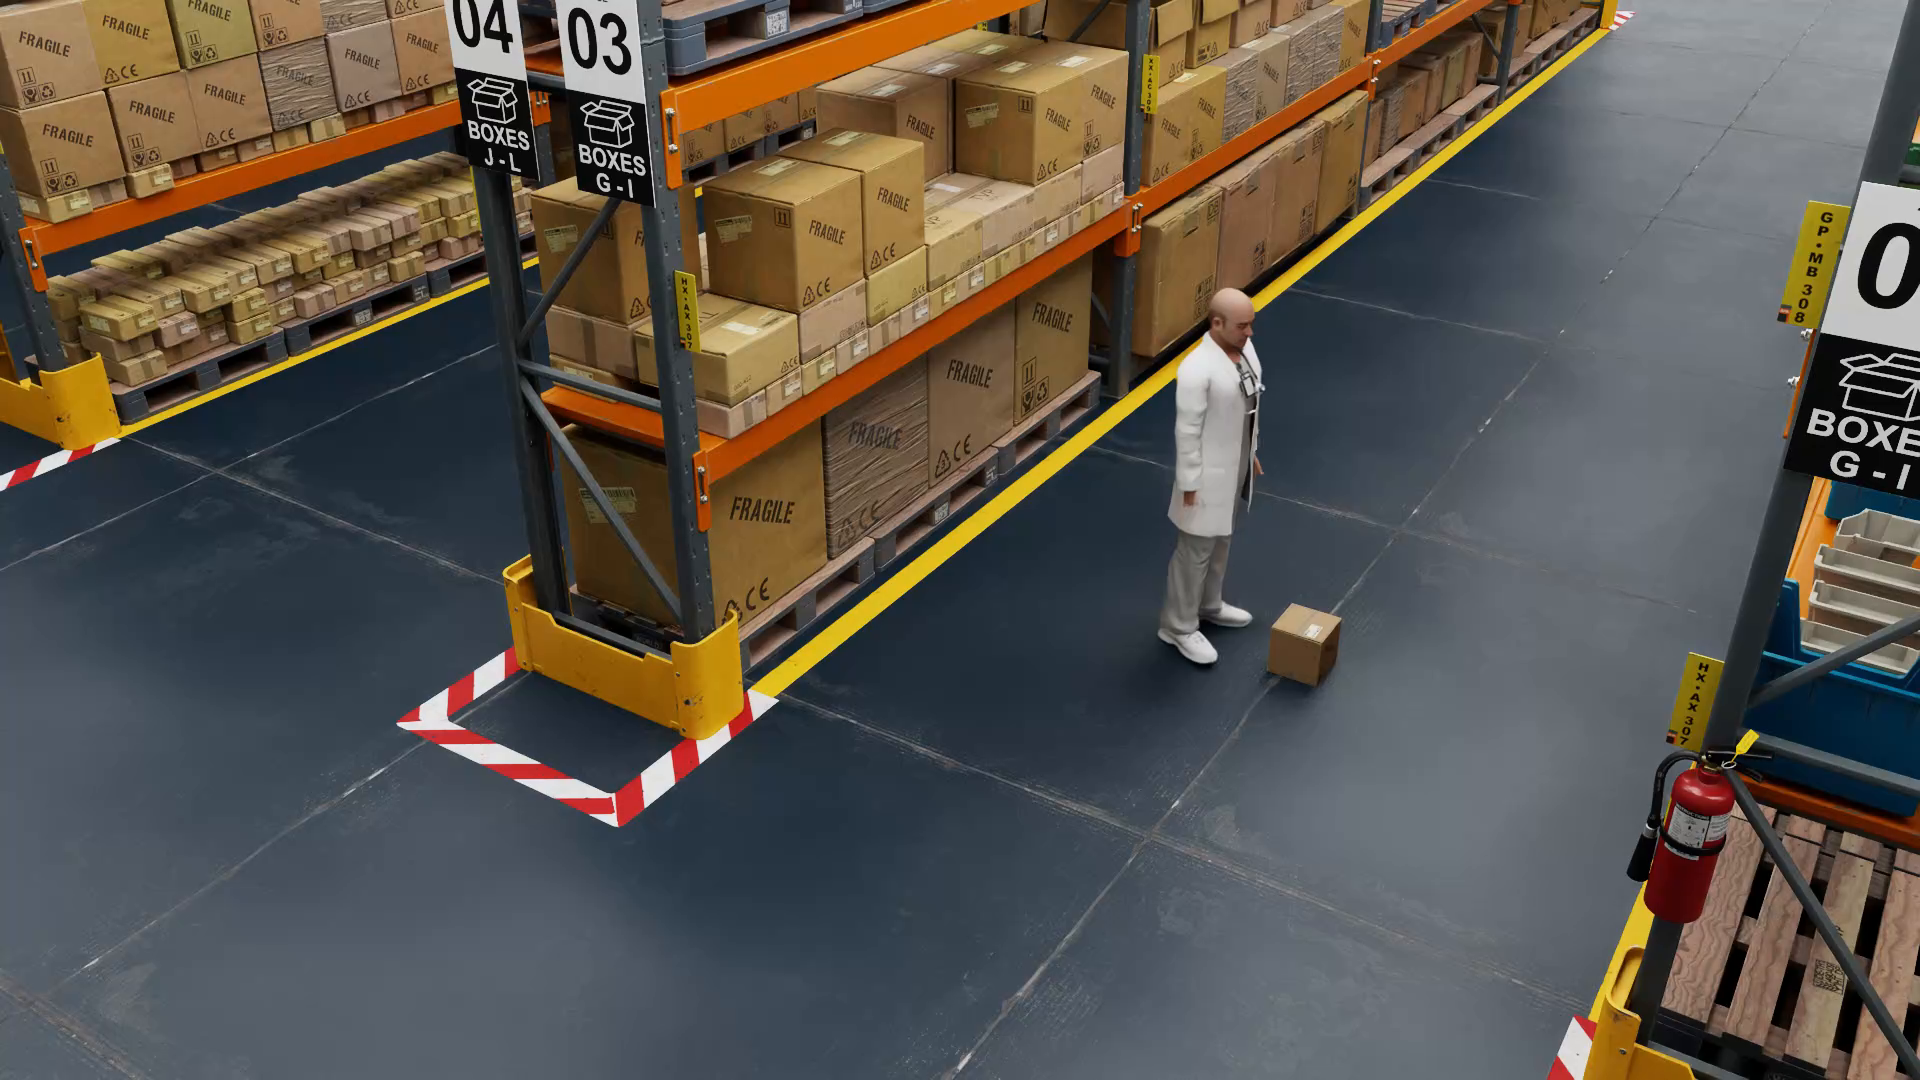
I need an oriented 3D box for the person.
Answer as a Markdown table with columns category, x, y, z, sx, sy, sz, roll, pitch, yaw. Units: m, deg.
| category | x | y | z | sx | sy | sz | roll | pitch | yaw |
| --- | --- | --- | --- | --- | --- | --- | --- | --- | --- |
| person | 1.194 | -0.320 | 7.691 | 0.370 | 1.782 | 0.585 | 19 | 35 | 30 |
